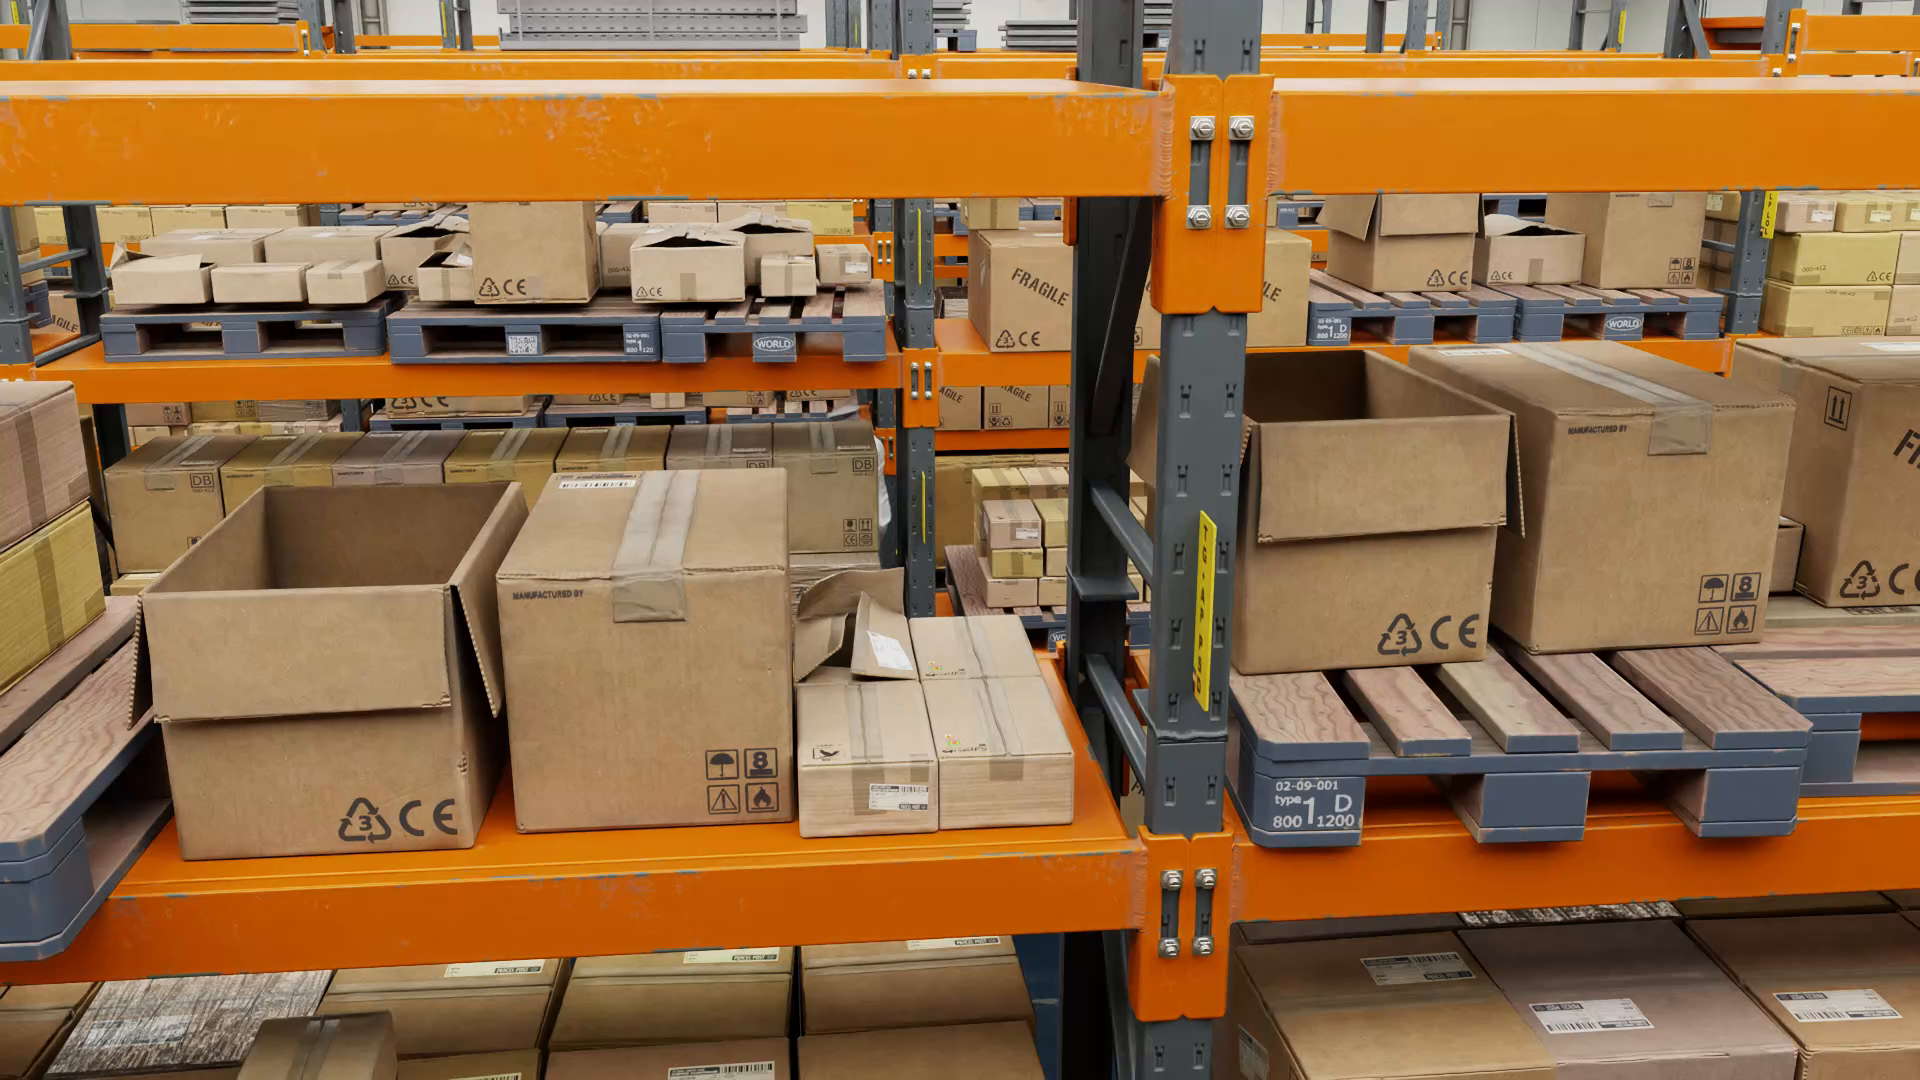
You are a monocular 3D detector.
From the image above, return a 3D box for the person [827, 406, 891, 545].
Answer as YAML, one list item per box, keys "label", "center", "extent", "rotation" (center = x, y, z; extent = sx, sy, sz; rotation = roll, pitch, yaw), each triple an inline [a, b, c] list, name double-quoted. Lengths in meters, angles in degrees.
- label: "person"
  center: [-0.728, -0.109, 11.960]
  extent: [0.424, 1.726, 0.544]
  rotation: [4, 17, 13]
